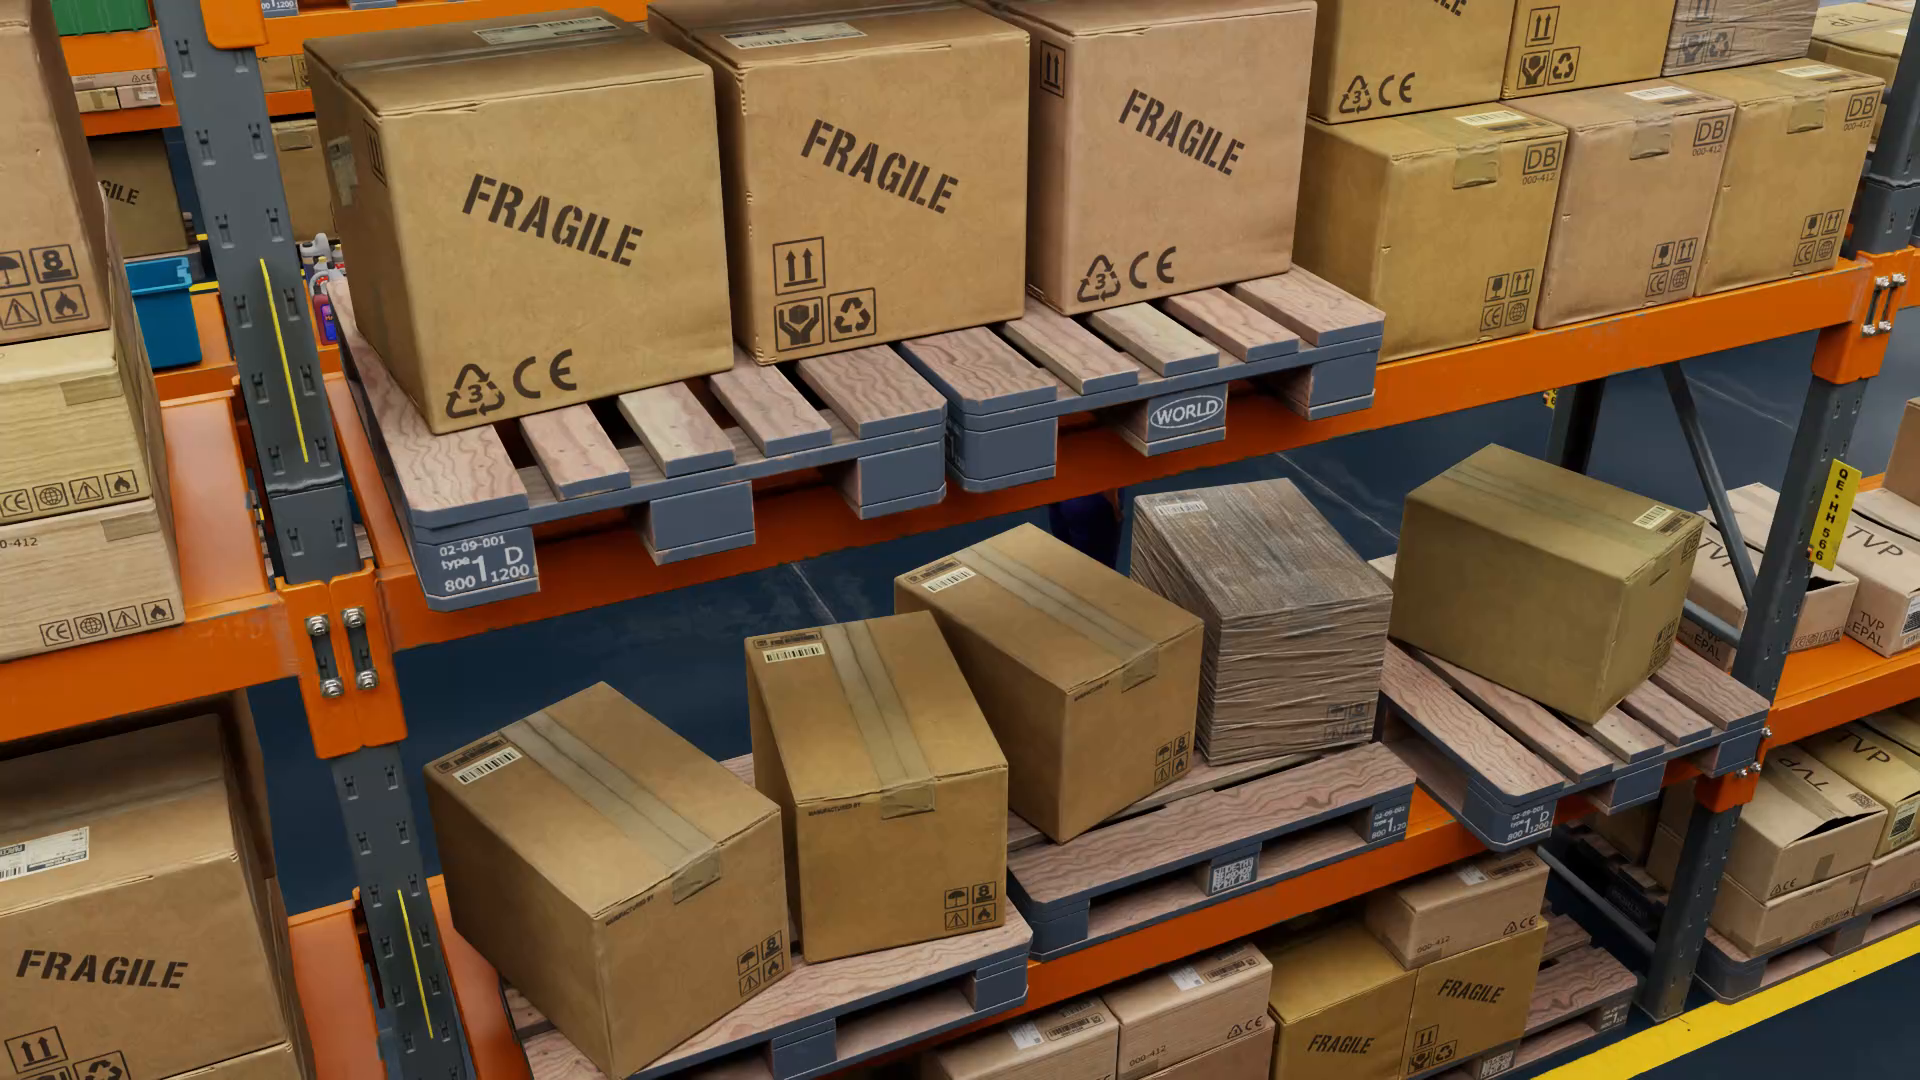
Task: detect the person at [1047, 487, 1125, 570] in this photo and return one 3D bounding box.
[{"bbox_3d":[0.574,-0.205,7.510,0.344,1.660,0.472,-12,32,-21],"label":"person"}]
